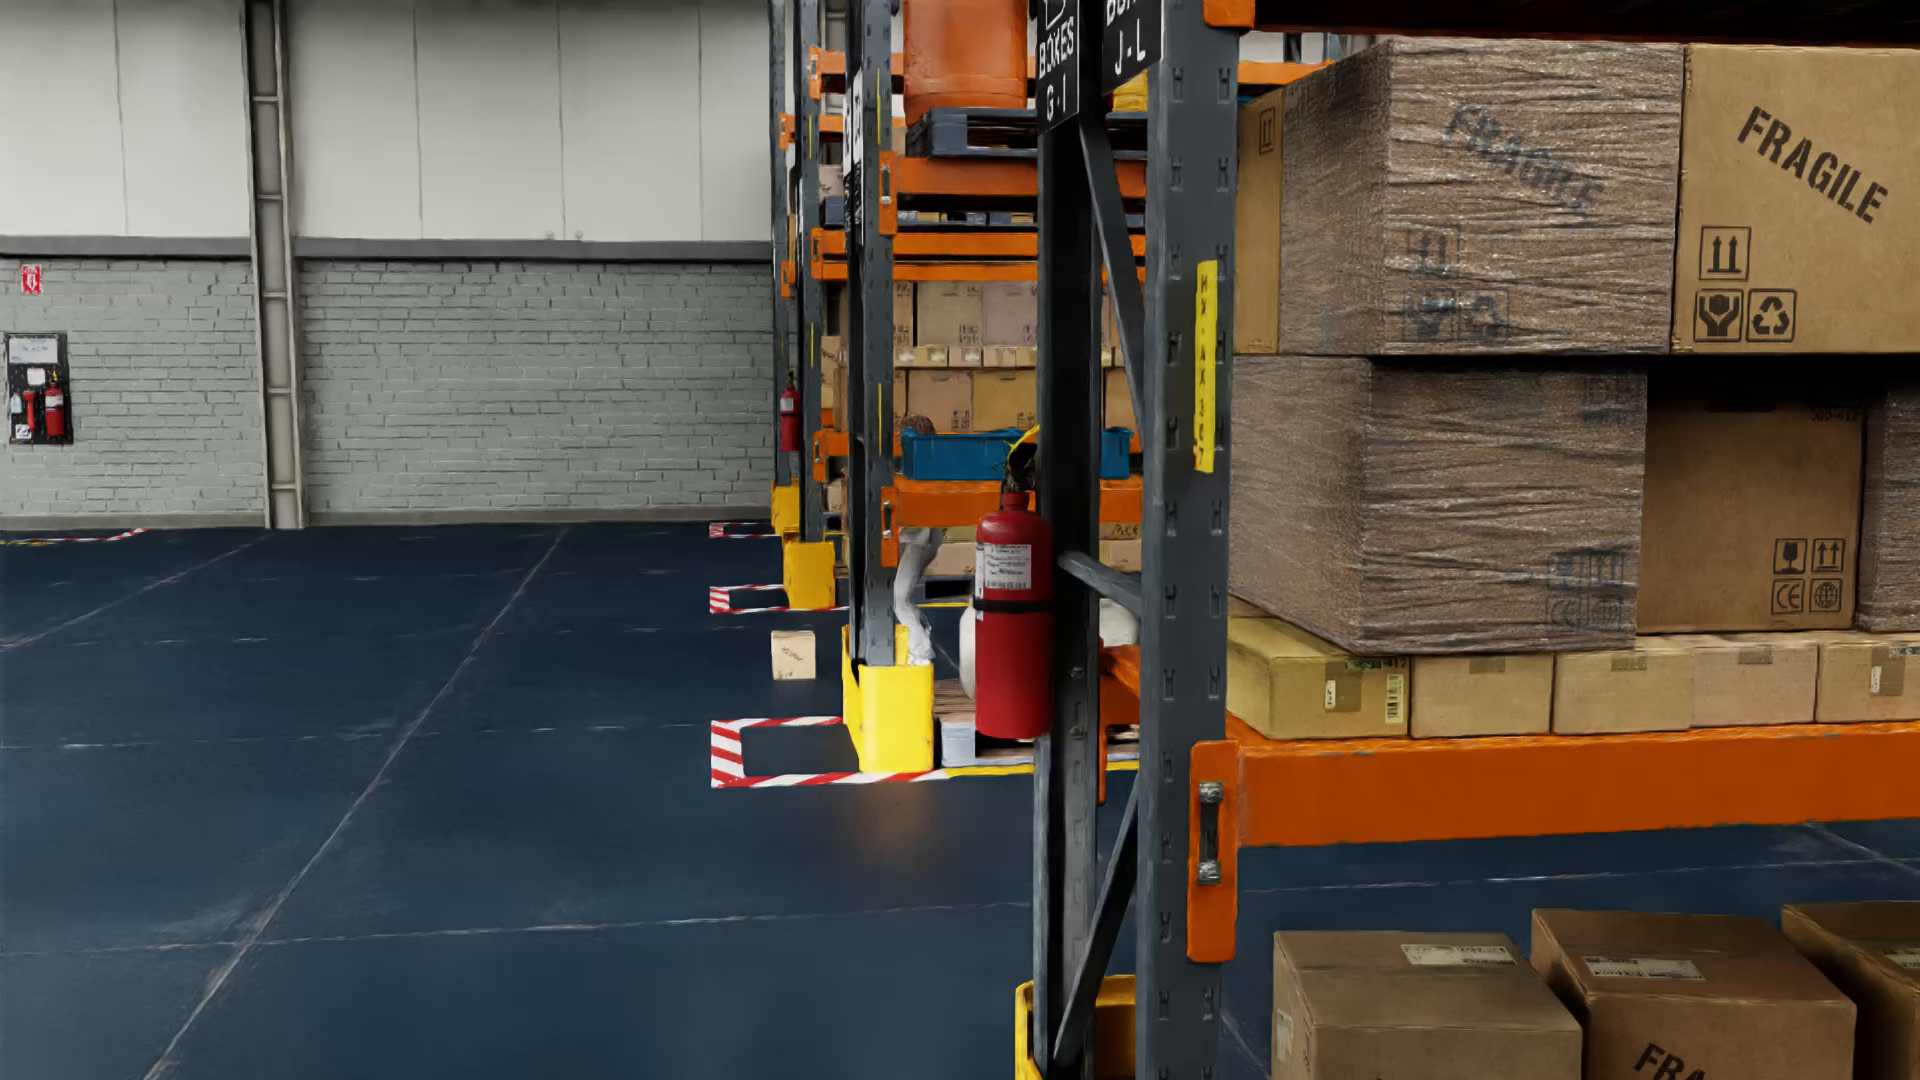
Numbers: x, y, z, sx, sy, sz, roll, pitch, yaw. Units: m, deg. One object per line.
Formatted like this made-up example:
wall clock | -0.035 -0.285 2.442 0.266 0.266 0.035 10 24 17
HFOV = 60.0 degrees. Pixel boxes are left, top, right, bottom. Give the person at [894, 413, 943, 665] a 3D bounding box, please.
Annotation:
person | -0.310 0.023 9.972 0.439 1.567 0.585 -3 7 -21
